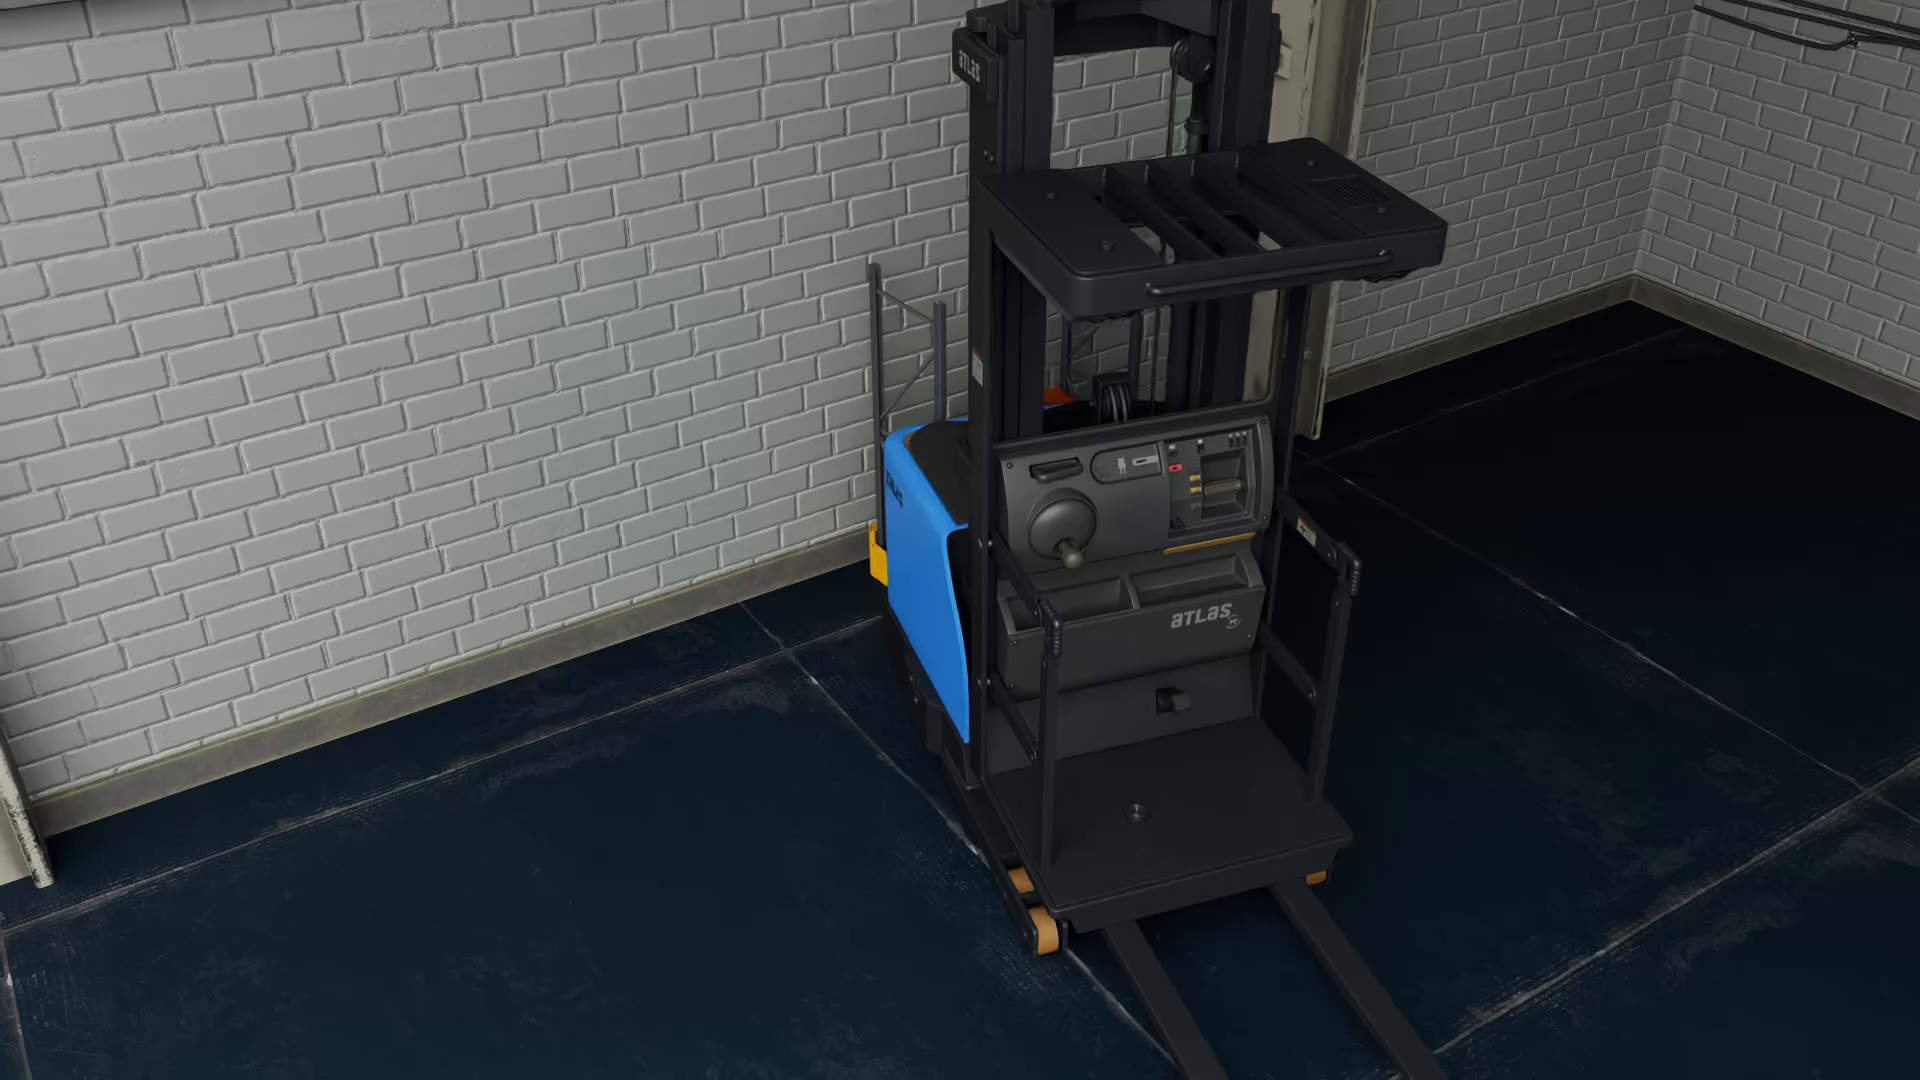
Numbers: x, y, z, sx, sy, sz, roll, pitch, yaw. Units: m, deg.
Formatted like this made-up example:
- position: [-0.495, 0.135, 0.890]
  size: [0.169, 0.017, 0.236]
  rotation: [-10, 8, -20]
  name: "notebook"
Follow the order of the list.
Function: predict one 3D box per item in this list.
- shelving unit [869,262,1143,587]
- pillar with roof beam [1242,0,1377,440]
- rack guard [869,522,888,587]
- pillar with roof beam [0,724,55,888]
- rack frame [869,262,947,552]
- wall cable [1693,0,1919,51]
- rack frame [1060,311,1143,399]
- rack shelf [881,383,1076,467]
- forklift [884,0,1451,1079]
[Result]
- position: [0.195, -0.530, 7.184]
  size: [1.083, 1.500, 0.587]
  rotation: [-21, 38, -30]
  name: "shelving unit"
- position: [3.948, -2.418, 3.148]
  size: [0.400, 9.000, 9.100]
  rotation: [-19, 37, -27]
  name: "pillar with roof beam"
- position: [-0.209, 0.154, 7.272]
  size: [0.087, 0.250, 0.587]
  rotation: [-21, 38, -30]
  name: "rack guard"
- position: [-1.095, -0.683, 0.399]
  size: [0.400, 9.000, 9.100]
  rotation: [-19, 37, -27]
  name: "pillar with roof beam"
- position: [-0.210, -0.374, 6.938]
  size: [0.032, 1.500, 0.500]
  rotation: [-21, 38, -30]
  name: "rack frame"
- position: [4.808, -3.294, 7.447]
  size: [0.112, 2.526, 3.097]
  rotation: [-19, 37, -27]
  name: "wall cable"
- position: [0.615, -0.691, 7.439]
  size: [0.032, 1.500, 0.500]
  rotation: [-21, 38, -30]
  name: "rack frame"
- position: [0.202, -0.380, 7.285]
  size: [1.000, 0.185, 0.538]
  rotation: [-21, 38, -30]
  name: "rack shelf"
- position: [0.649, -0.100, 5.162]
  size: [1.130, 2.935, 3.031]
  rotation: [-10, 34, -16]
  name: "forklift"
